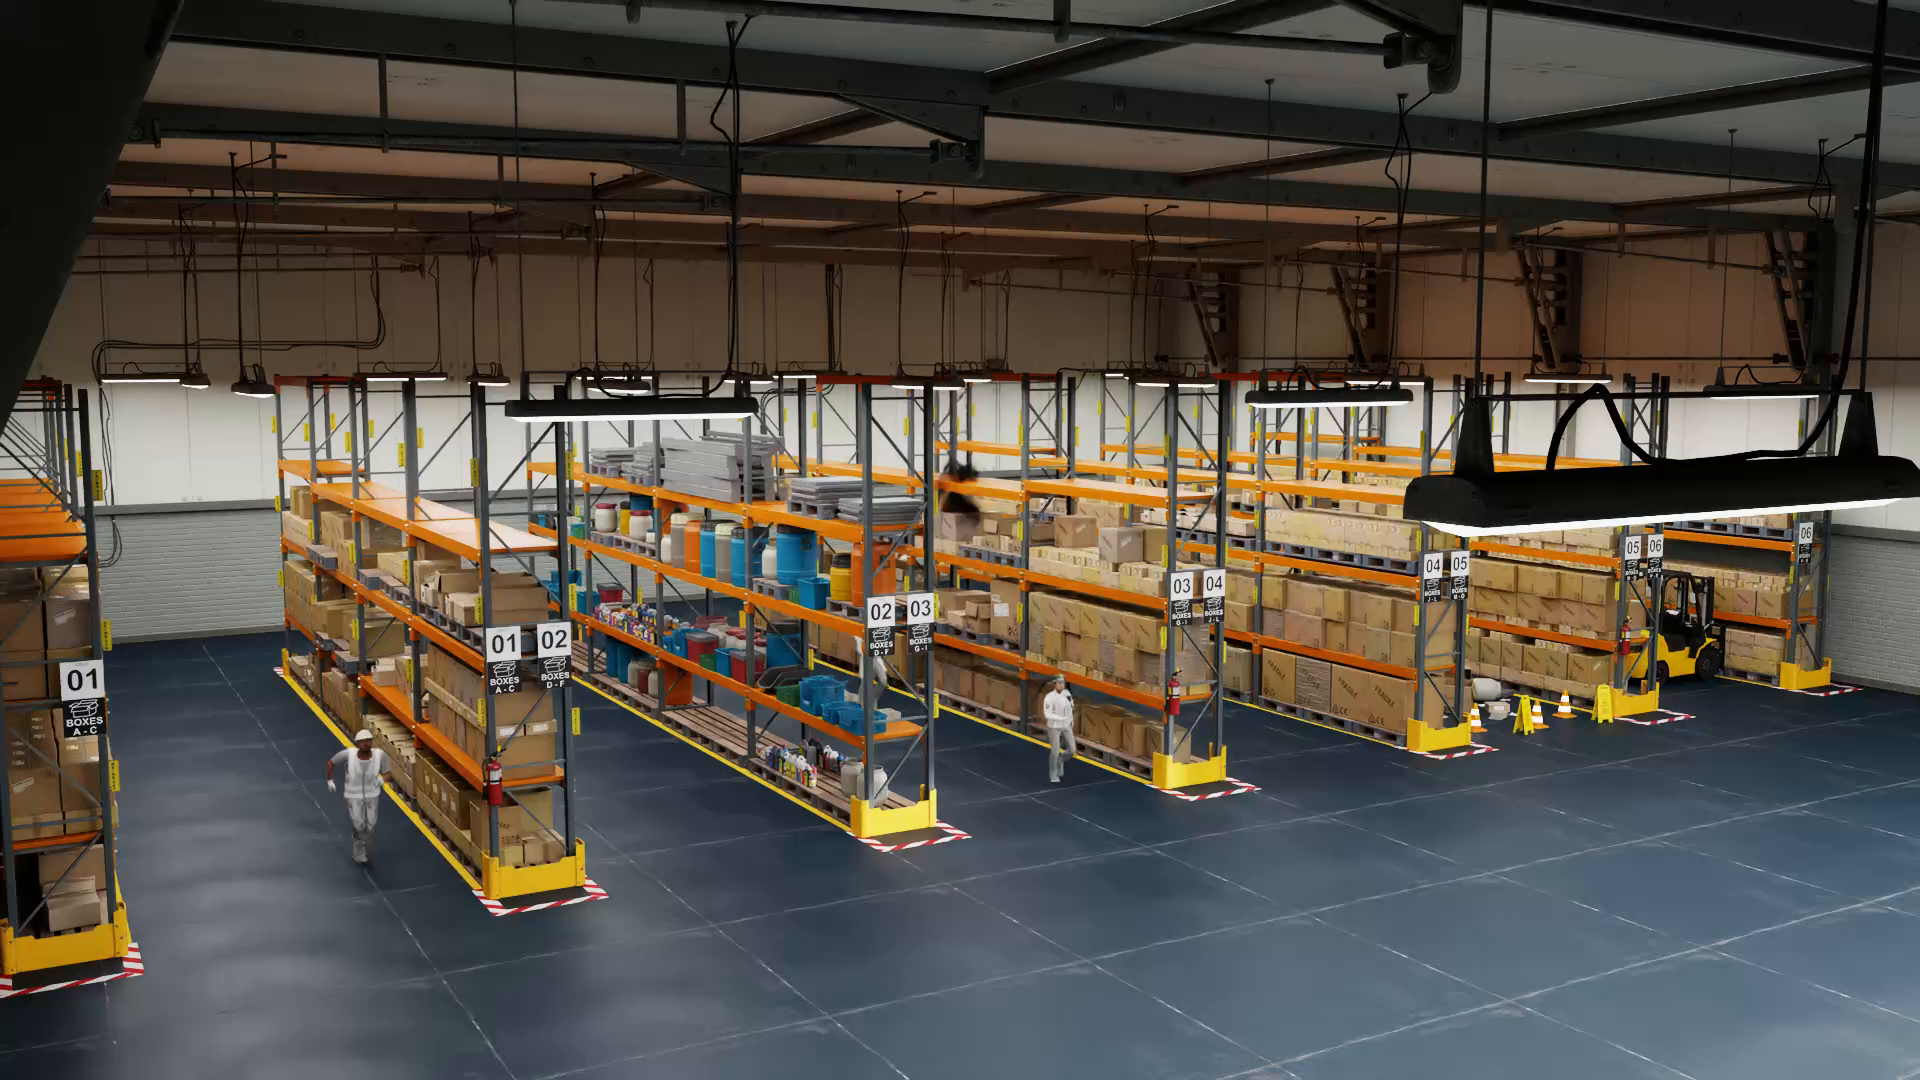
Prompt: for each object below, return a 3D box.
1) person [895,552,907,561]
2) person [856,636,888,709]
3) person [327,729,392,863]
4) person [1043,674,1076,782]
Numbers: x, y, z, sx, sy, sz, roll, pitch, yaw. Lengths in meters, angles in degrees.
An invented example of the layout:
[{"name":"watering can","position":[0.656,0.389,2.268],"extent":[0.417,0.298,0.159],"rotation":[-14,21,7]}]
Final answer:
[{"name":"person","position":[-1.503,0.980,41.345],"extent":[0.790,1.791,0.804],"rotation":[4,8,34]},{"name":"person","position":[-1.578,2.211,29.682],"extent":[0.672,1.771,0.838],"rotation":[-5,8,-38]},{"name":"person","position":[-7.429,3.204,20.650],"extent":[0.730,1.724,0.716],"rotation":[-3,7,-29]},{"name":"person","position":[1.525,2.801,24.752],"extent":[0.606,1.660,0.613],"rotation":[-3,7,-26]}]
